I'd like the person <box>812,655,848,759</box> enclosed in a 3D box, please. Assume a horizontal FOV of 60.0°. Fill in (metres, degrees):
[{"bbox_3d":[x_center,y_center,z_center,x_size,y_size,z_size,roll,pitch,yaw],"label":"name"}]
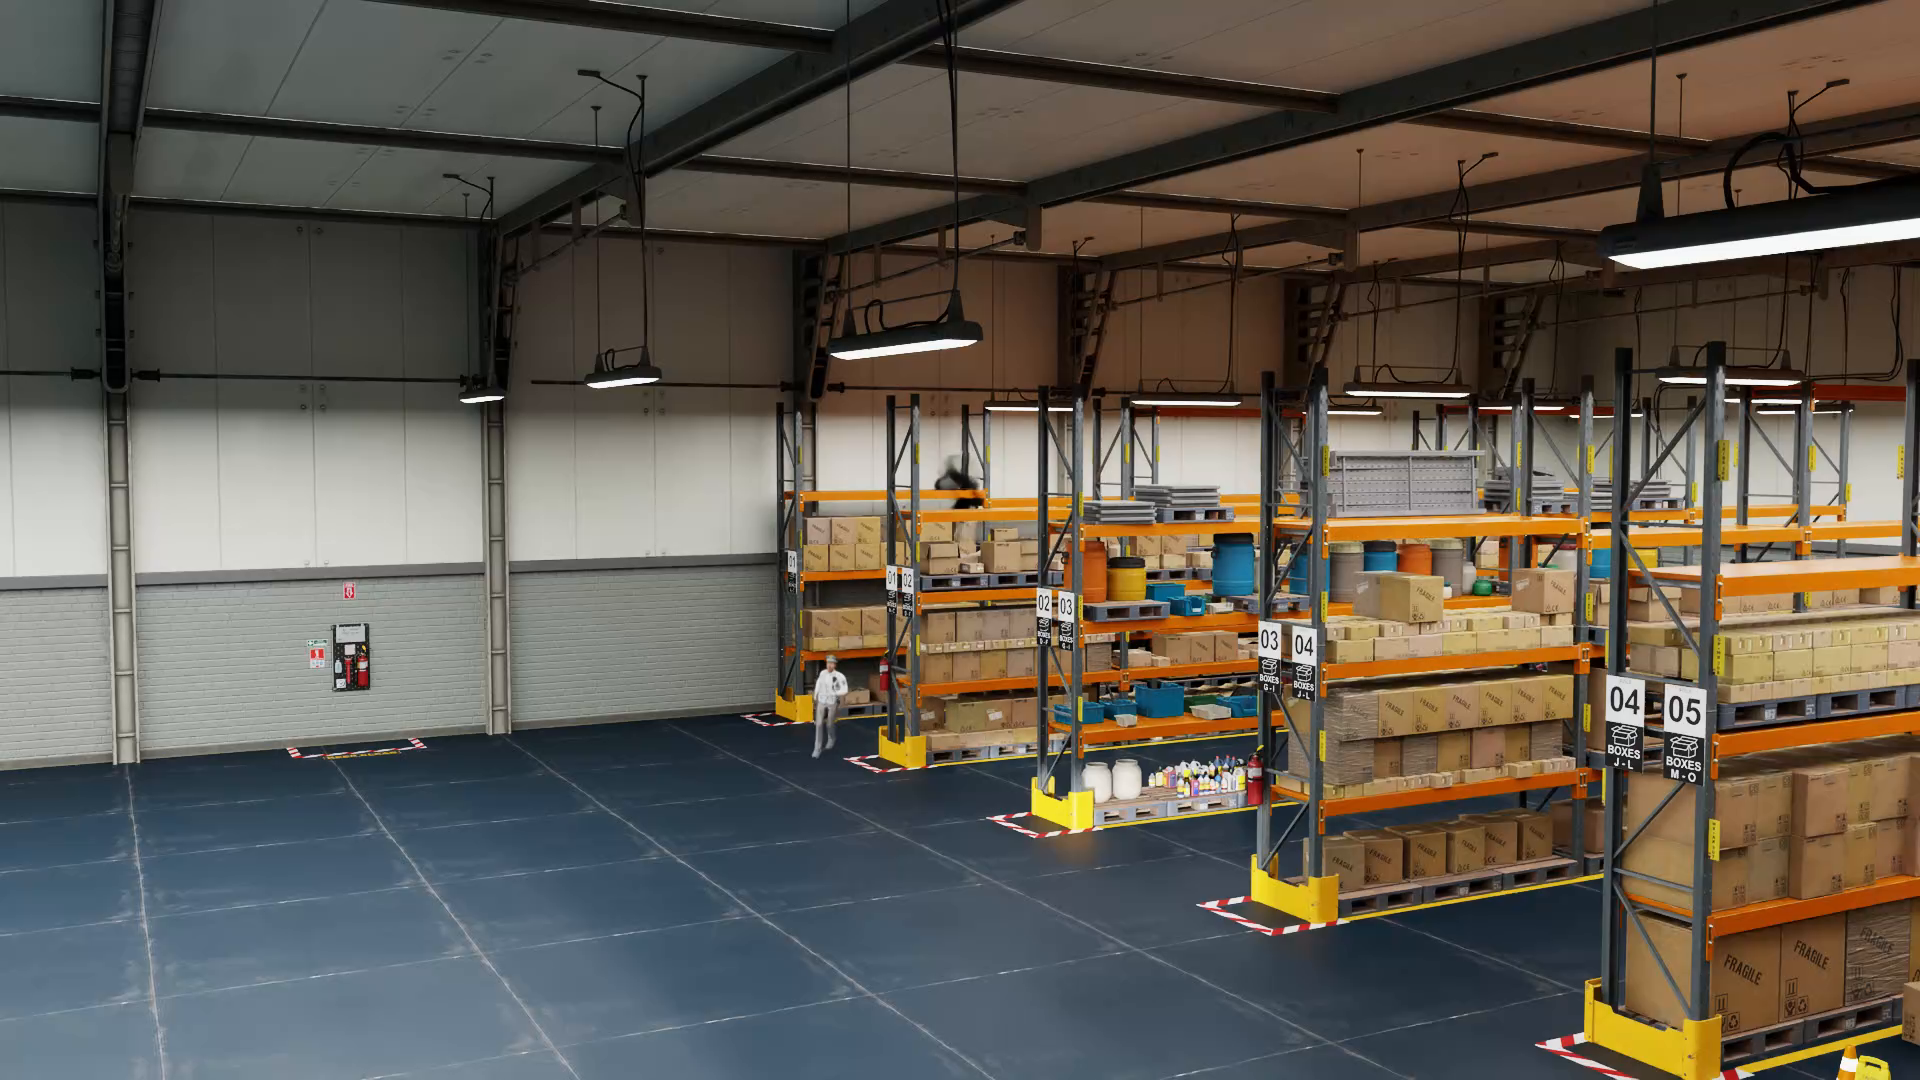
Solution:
[{"bbox_3d":[-2.145,2.752,27.771,0.629,1.715,0.871,1,3,16],"label":"person"}]
